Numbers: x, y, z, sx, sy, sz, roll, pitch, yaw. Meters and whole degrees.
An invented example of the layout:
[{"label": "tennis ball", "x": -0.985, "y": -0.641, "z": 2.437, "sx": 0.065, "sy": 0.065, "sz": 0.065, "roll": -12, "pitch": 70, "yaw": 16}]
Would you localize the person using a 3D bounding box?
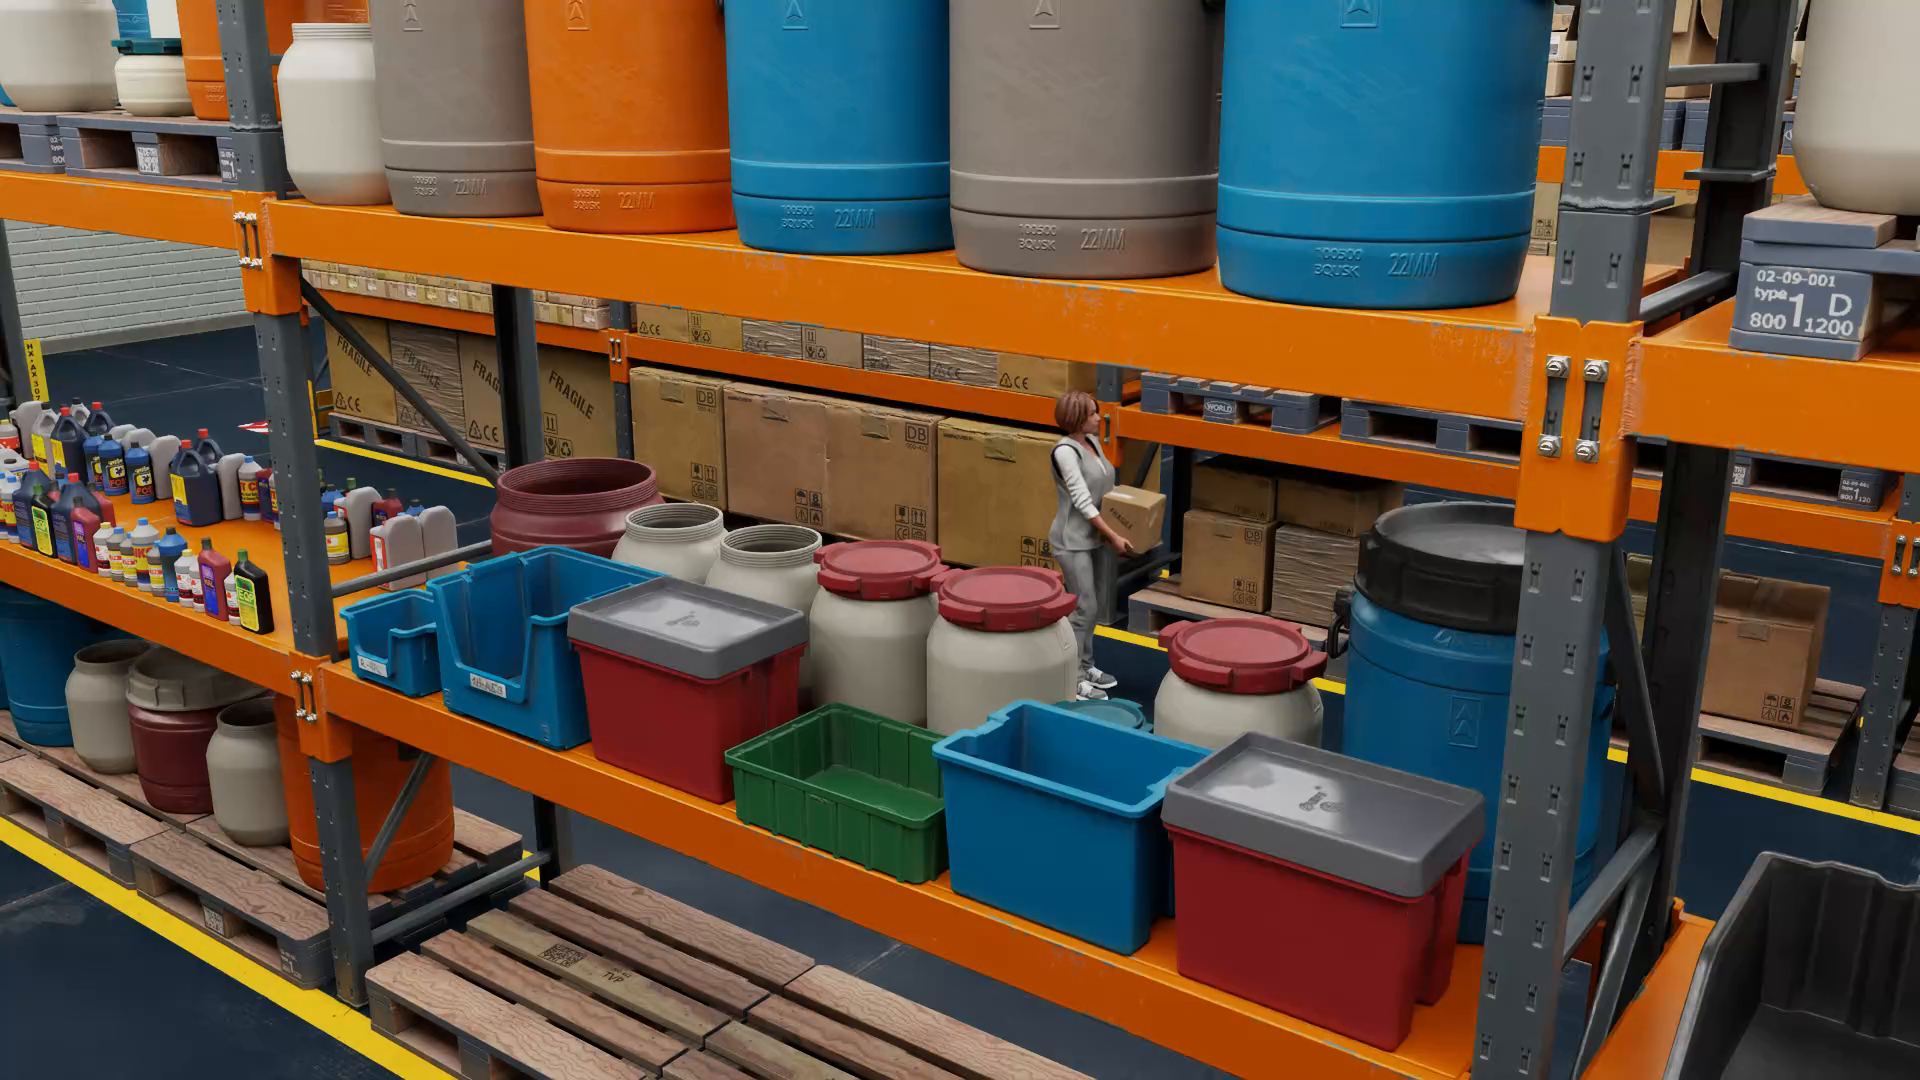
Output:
[{"label": "person", "x": 0.698, "y": 0.037, "z": 8.445, "sx": 0.488, "sy": 1.592, "sz": 0.405, "roll": 8, "pitch": 19, "yaw": 26}]
